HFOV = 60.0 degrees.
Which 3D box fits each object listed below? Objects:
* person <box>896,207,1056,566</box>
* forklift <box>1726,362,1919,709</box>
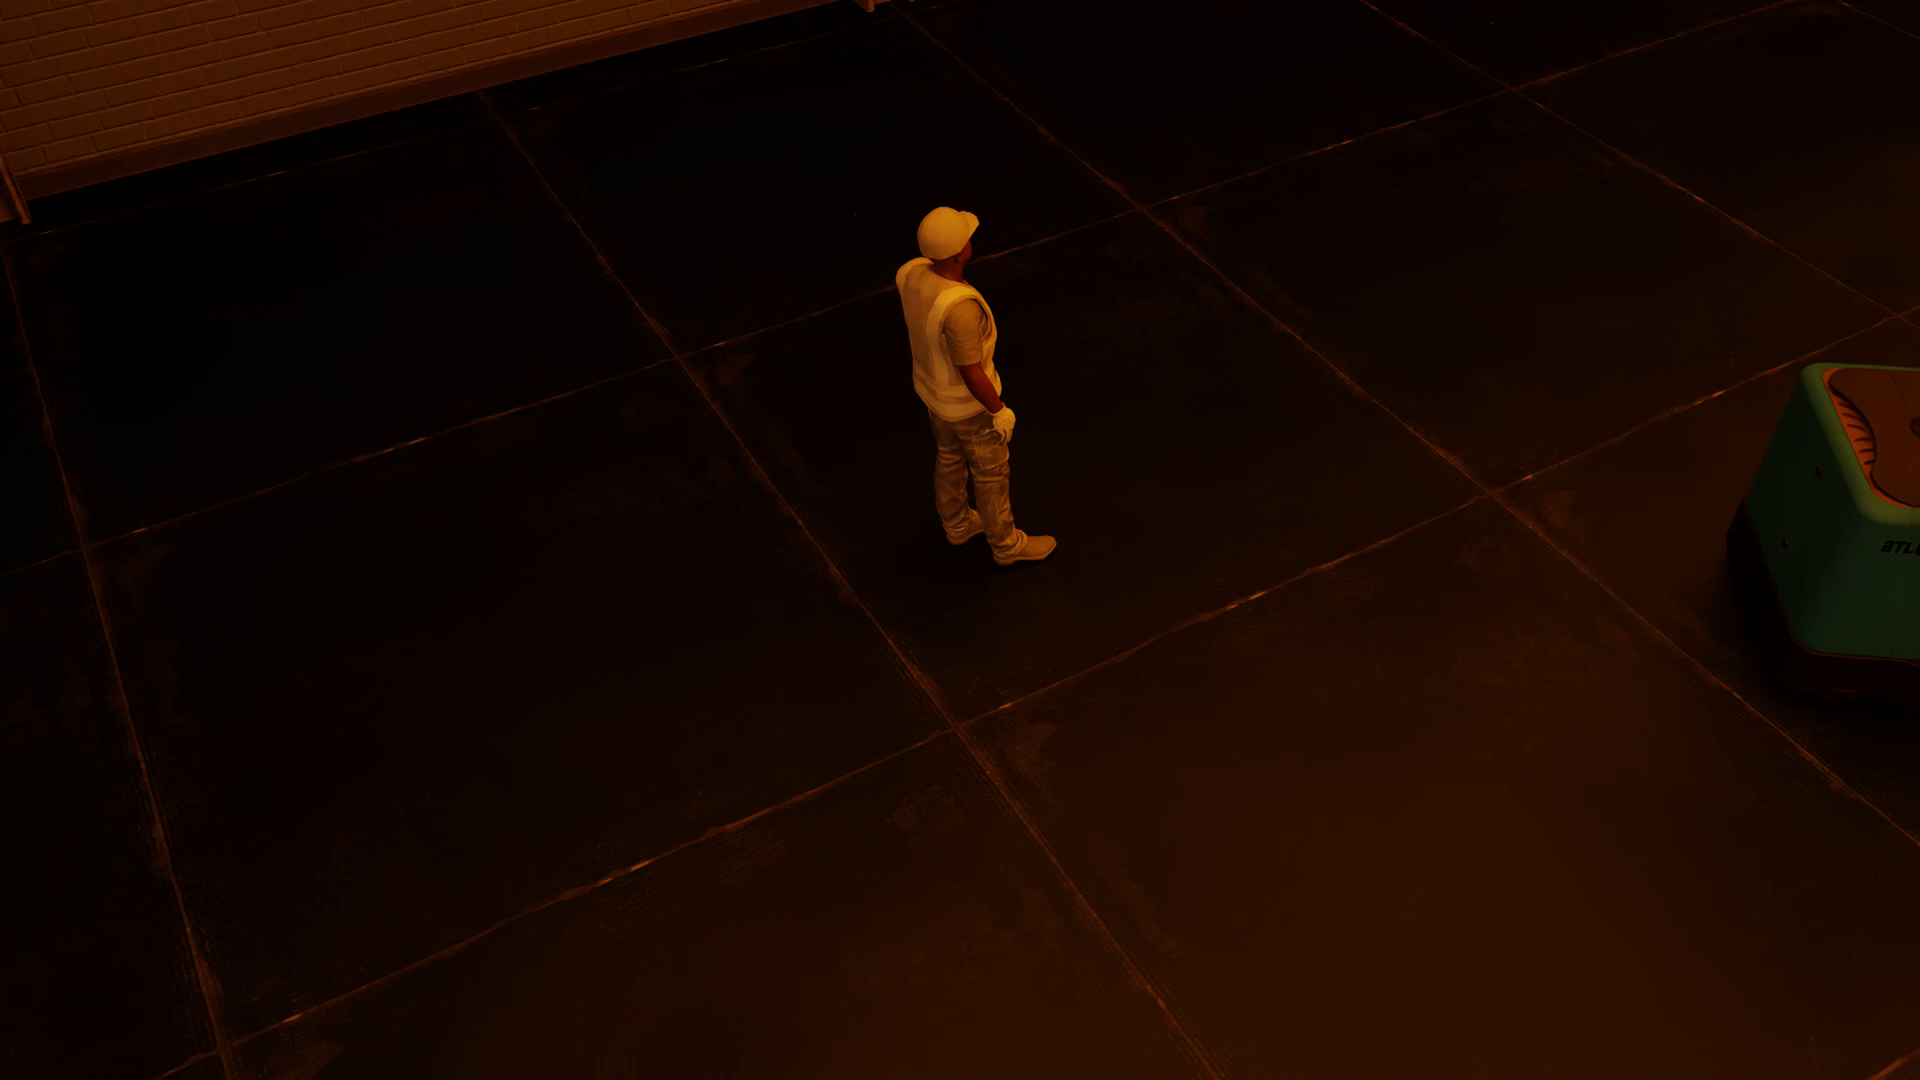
[{"bbox_3d":[0.067,-0.679,7.263,0.575,1.785,0.657,-21,47,-21],"label":"person"},{"bbox_3d":[5.030,-0.622,6.369,3.031,2.935,1.130,4,43,4],"label":"forklift"}]
